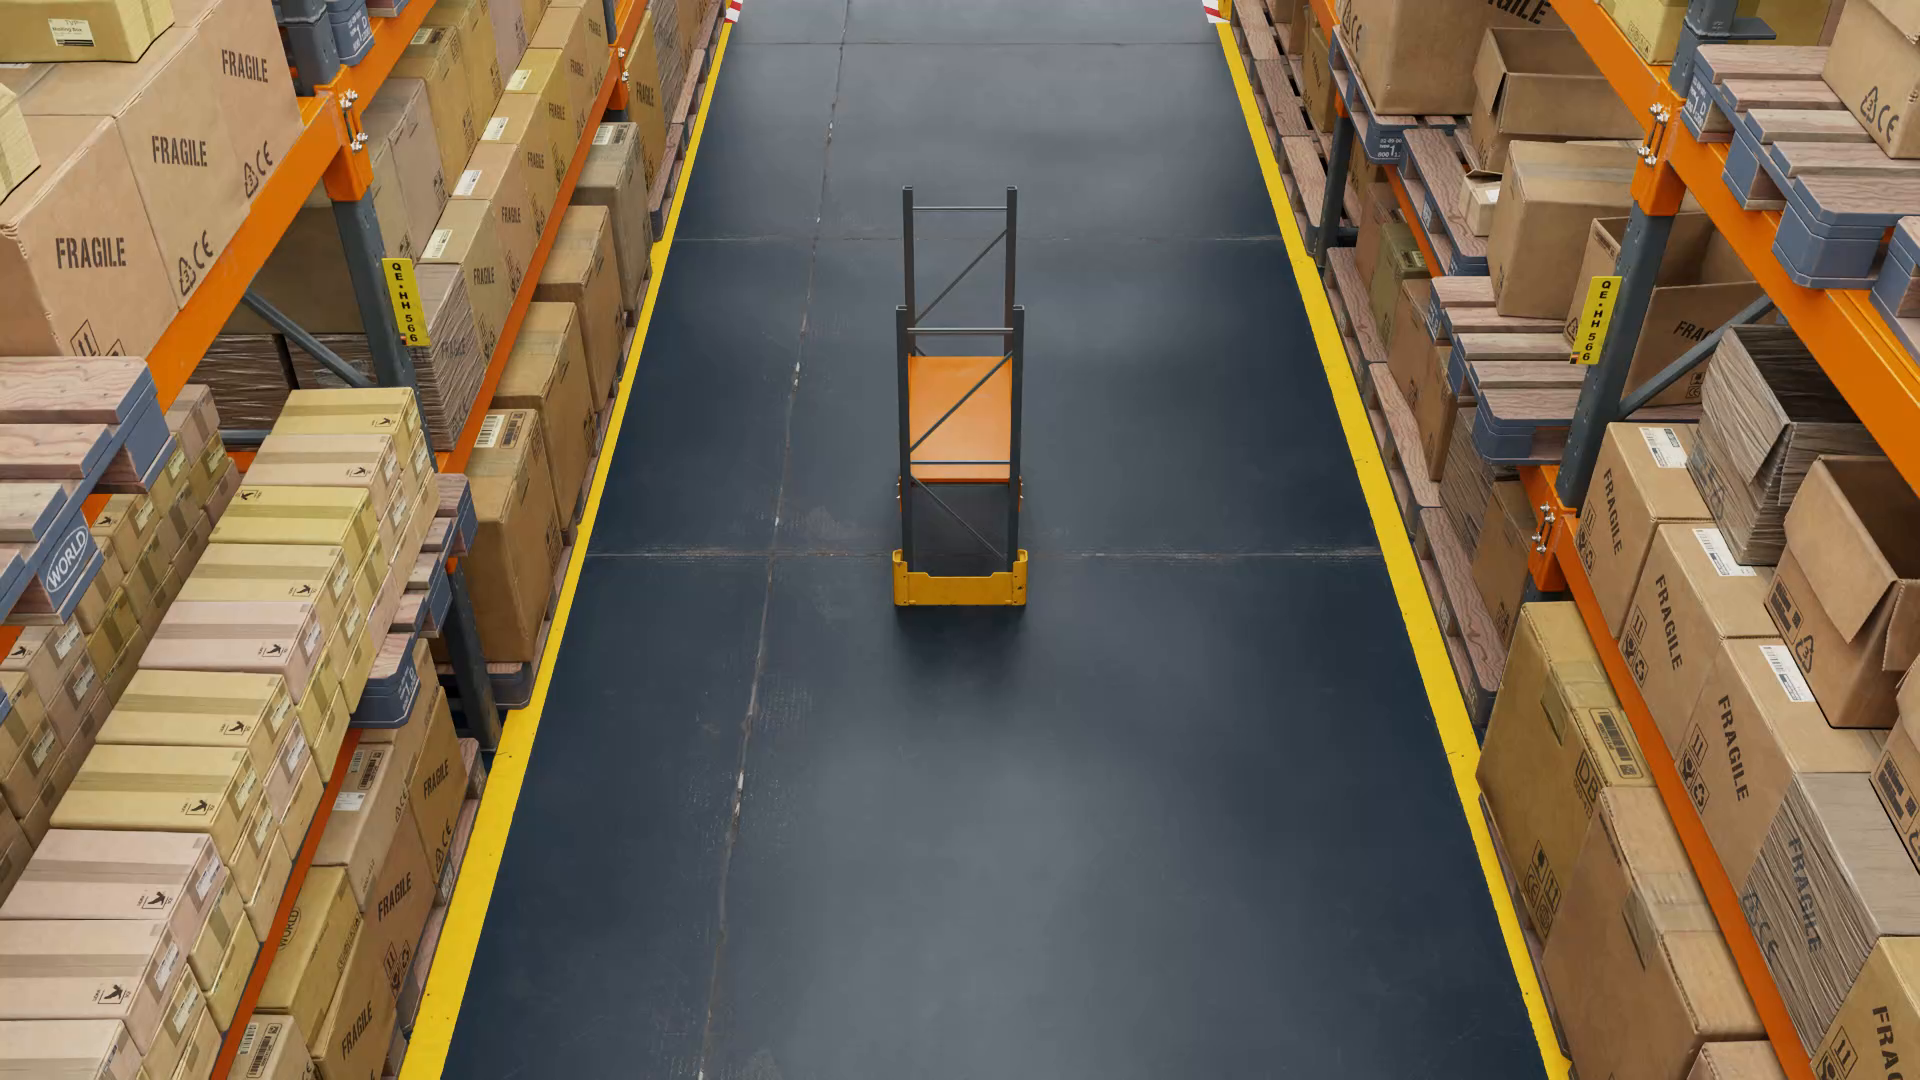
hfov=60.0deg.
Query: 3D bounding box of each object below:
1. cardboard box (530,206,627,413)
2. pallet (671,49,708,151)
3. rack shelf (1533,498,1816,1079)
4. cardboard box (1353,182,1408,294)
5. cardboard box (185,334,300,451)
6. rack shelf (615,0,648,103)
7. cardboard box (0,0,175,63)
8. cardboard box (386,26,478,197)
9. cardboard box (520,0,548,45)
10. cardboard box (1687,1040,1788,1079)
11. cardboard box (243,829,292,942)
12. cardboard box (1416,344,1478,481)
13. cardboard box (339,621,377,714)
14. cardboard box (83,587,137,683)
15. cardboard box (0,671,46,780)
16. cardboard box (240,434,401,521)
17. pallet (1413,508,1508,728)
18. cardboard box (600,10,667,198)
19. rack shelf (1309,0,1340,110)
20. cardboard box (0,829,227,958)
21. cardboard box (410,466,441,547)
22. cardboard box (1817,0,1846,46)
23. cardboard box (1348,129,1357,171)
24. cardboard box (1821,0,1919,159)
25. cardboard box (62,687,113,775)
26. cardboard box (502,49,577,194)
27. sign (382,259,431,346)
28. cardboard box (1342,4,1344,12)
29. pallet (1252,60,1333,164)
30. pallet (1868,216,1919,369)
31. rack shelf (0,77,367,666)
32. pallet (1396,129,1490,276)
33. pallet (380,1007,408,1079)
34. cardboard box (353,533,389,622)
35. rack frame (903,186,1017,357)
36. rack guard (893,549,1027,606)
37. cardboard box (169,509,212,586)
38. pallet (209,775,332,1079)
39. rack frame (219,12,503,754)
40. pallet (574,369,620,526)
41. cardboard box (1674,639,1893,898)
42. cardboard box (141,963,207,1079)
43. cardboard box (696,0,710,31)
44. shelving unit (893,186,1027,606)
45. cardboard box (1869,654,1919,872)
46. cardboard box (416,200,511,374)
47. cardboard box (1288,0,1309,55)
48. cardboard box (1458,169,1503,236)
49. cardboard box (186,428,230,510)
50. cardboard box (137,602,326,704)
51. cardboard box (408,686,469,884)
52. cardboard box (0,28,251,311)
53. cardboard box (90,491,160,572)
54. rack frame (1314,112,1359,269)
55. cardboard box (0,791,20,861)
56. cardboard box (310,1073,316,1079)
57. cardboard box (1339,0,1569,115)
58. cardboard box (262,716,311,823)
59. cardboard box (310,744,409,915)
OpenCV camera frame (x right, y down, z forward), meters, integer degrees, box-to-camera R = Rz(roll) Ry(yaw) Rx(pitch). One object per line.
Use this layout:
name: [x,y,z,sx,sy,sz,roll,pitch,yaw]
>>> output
cardboard box: [-2.280,-1.147,8.246,1.050,0.750,0.750,0,39,0]
pallet: [-2.295,-3.005,11.331,1.003,0.211,1.213,0,39,0]
rack shelf: [2.599,1.240,4.380,1.077,0.370,4.000,0,39,0]
cardboard box: [2.572,-1.605,9.002,0.700,0.500,0.500,-3,39,-4]
cardboard box: [-2.632,-0.672,6.110,0.500,0.500,0.500,0,39,0]
rack shelf: [-2.370,-3.823,10.697,1.077,0.370,4.000,0,39,0]
cardboard box: [-2.087,-1.286,3.865,0.396,0.266,0.258,0,39,0]
cardboard box: [-2.358,-1.698,6.591,0.700,0.500,0.500,-1,39,-1]
cardboard box: [-2.359,-2.650,7.778,0.700,0.500,0.500,-1,39,-1]
cardboard box: [2.579,1.916,4.324,1.225,0.875,0.875,-1,39,-2]
cardboard box: [-1.903,0.863,4.139,0.380,0.149,0.250,-2,39,-2]
cardboard box: [2.555,-0.608,7.757,0.700,0.500,0.500,3,39,4]
cardboard box: [-1.907,0.363,4.763,0.380,0.149,0.250,-1,39,-1]
cardboard box: [-2.557,0.263,4.650,0.380,0.149,0.250,0,39,0]
cardboard box: [-2.553,0.462,4.164,0.380,0.149,0.250,1,39,1]
cardboard box: [-1.906,-0.186,4.973,0.380,0.149,0.250,0,39,-1]
pallet: [2.598,0.308,7.197,1.003,0.211,1.213,0,39,0]
cardboard box: [-2.298,-2.581,9.935,0.875,0.875,0.875,1,39,1]
rack shelf: [2.590,-3.763,10.622,1.077,0.370,4.000,0,39,0]
cardboard box: [-1.901,0.797,3.746,0.380,0.149,0.250,1,39,2]
cardboard box: [-1.903,-0.109,5.352,0.380,0.149,0.250,1,39,1]
cardboard box: [2.851,-1.698,5.191,0.500,0.250,0.500,1,39,1]
cardboard box: [2.624,-2.590,10.246,0.500,0.500,0.500,12,40,14]
cardboard box: [2.670,-1.285,4.138,0.797,0.503,0.637,2,39,3]
cardboard box: [-2.559,0.535,4.549,0.380,0.149,0.250,1,39,1]
cardboard box: [-2.099,-1.934,7.684,0.500,0.500,0.500,0,39,0]
sign: [-1.820,-0.778,5.460,0.100,0.325,0.005,0,39,0]
cardboard box: [2.298,-2.829,9.083,0.380,0.149,0.250,0,39,0]
pallet: [2.552,-2.890,11.187,1.003,0.211,1.213,0,39,0]
pallet: [2.655,-0.287,3.461,1.003,0.211,1.213,2,39,2]
rack shelf: [-2.361,0.010,3.516,1.077,0.370,4.000,0,39,0]
pallet: [2.554,-1.455,7.320,1.003,0.211,1.213,0,39,0]
pallet: [-2.365,1.987,5.102,1.003,0.211,1.213,0,39,0]
cardboard box: [-1.902,0.107,4.845,0.380,0.149,0.250,1,39,1]
rack frame: [-0.001,-0.957,7.744,0.500,1.500,0.032,0,39,0]
rack guard: [0.000,0.166,7.343,0.587,0.250,0.087,0,39,0]
cardboard box: [-2.564,0.031,5.178,0.380,0.149,0.250,2,39,2]
pallet: [-2.320,0.961,4.305,1.003,0.211,1.213,0,39,0]
rack frame: [-2.363,-0.351,5.790,1.000,3.000,0.127,0,39,0]
pallet: [-2.287,-0.517,8.227,1.003,0.211,1.213,0,39,0]
cardboard box: [2.332,0.616,4.502,0.500,0.500,0.500,-1,39,-1]
cardboard box: [-1.905,1.067,3.647,0.380,0.149,0.250,1,39,2]
cardboard box: [-2.305,-4.265,12.036,0.875,0.875,0.875,0,39,0]
shelving unit: [0.000,-0.633,7.340,0.587,1.500,1.083,0,39,0]
cardboard box: [2.587,0.562,3.768,0.797,0.503,0.637,1,39,1]
cardboard box: [-2.097,-0.989,6.506,0.500,0.500,0.500,0,39,0]
cardboard box: [2.607,-3.719,11.655,0.500,0.500,0.500,10,40,12]
cardboard box: [2.325,-1.446,6.927,0.396,0.266,0.258,-1,39,-1]
cardboard box: [-2.563,-0.231,5.267,0.380,0.149,0.250,2,39,2]
cardboard box: [-1.907,0.295,4.372,0.380,0.149,0.250,0,39,0]
cardboard box: [-2.101,0.872,5.927,0.500,0.500,0.500,0,39,0]
cardboard box: [-2.095,-0.891,3.985,0.500,0.500,0.500,0,39,0]
cardboard box: [-2.557,-0.039,4.789,0.380,0.149,0.250,0,39,0]
rack frame: [2.592,-2.793,8.837,1.000,3.000,0.127,0,39,0]
cardboard box: [-2.556,0.743,4.051,0.380,0.149,0.250,1,39,2]
cardboard box: [-2.110,1.841,4.717,0.500,0.500,0.500,1,39,1]
cardboard box: [2.453,-2.694,7.898,1.000,1.000,1.000,0,39,0]
cardboard box: [-1.904,0.582,4.252,0.380,0.149,0.250,1,39,1]
cardboard box: [-2.089,0.911,5.278,0.500,0.250,0.500,0,39,1]
